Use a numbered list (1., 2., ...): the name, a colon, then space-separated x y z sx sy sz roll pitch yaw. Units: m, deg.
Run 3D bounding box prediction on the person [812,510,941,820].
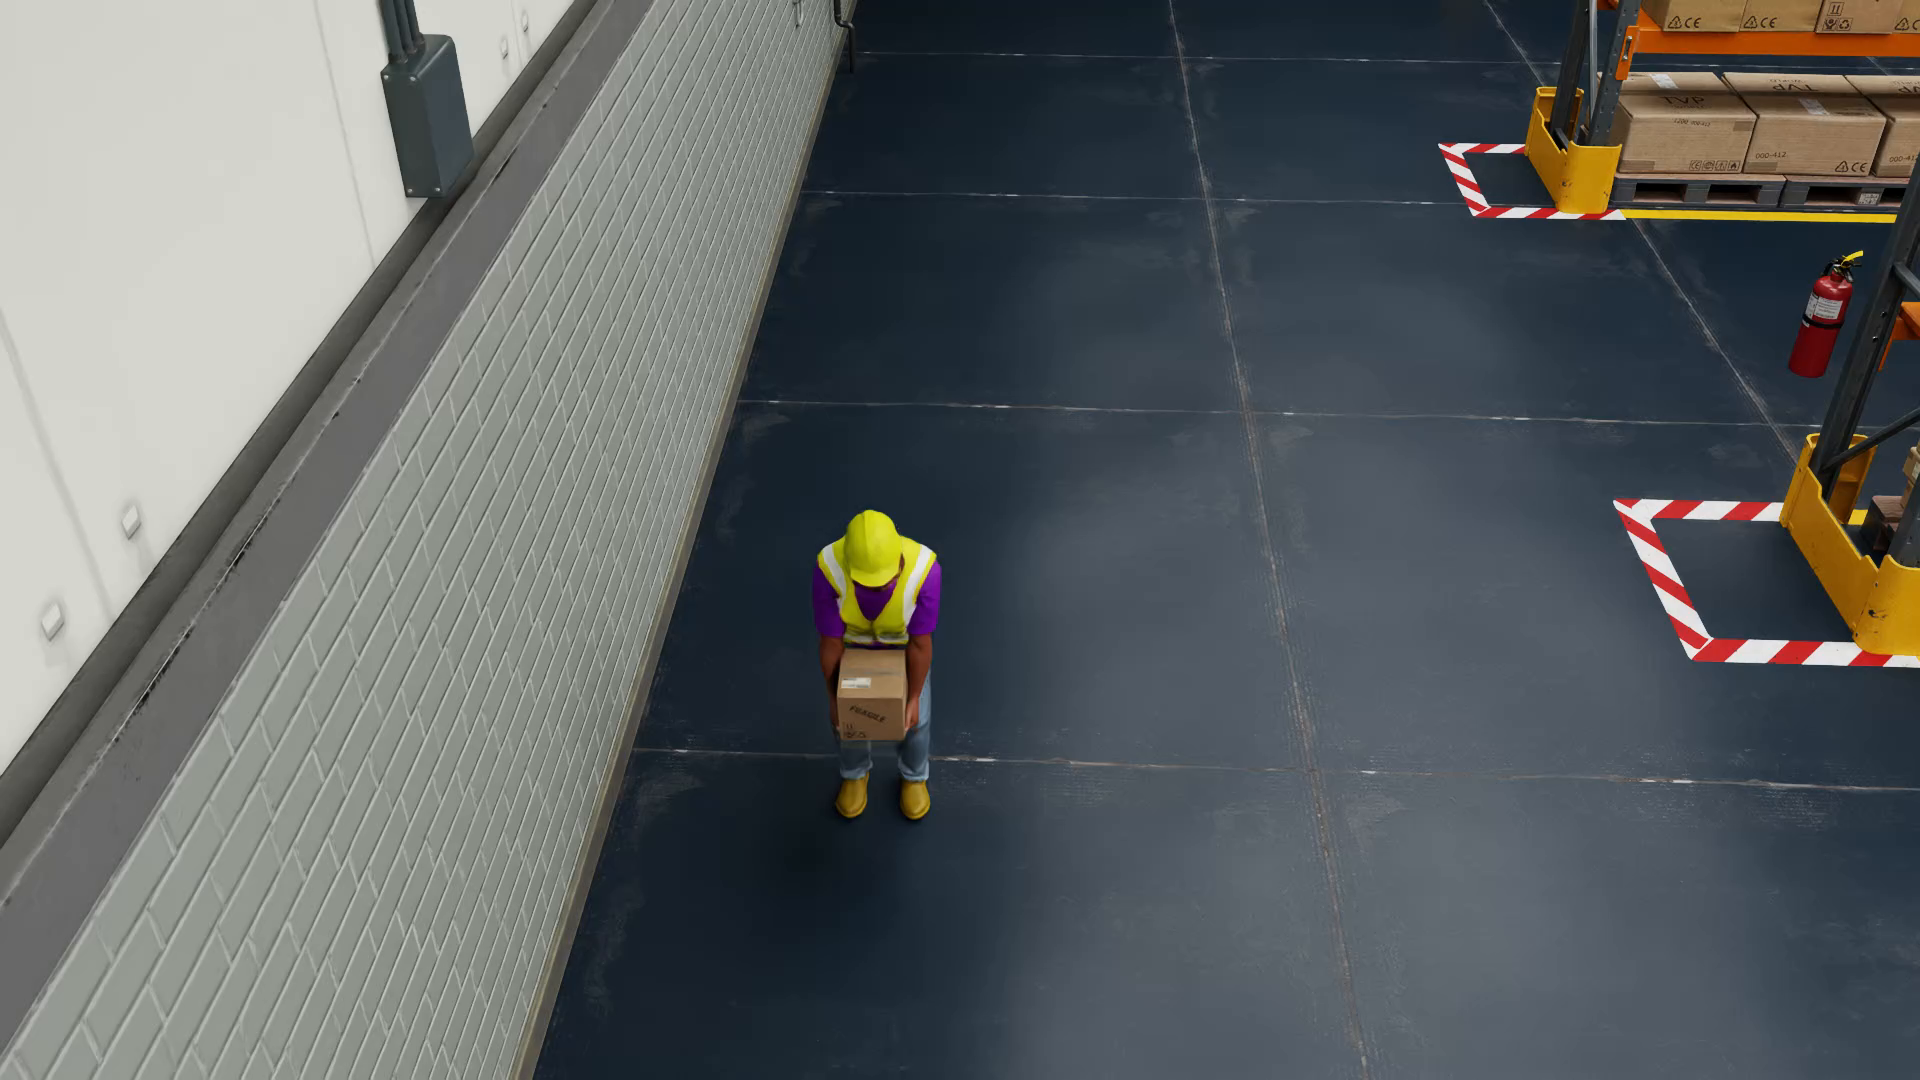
1. person: -0.312 0.480 6.515 0.483 1.657 0.693 1 35 1
